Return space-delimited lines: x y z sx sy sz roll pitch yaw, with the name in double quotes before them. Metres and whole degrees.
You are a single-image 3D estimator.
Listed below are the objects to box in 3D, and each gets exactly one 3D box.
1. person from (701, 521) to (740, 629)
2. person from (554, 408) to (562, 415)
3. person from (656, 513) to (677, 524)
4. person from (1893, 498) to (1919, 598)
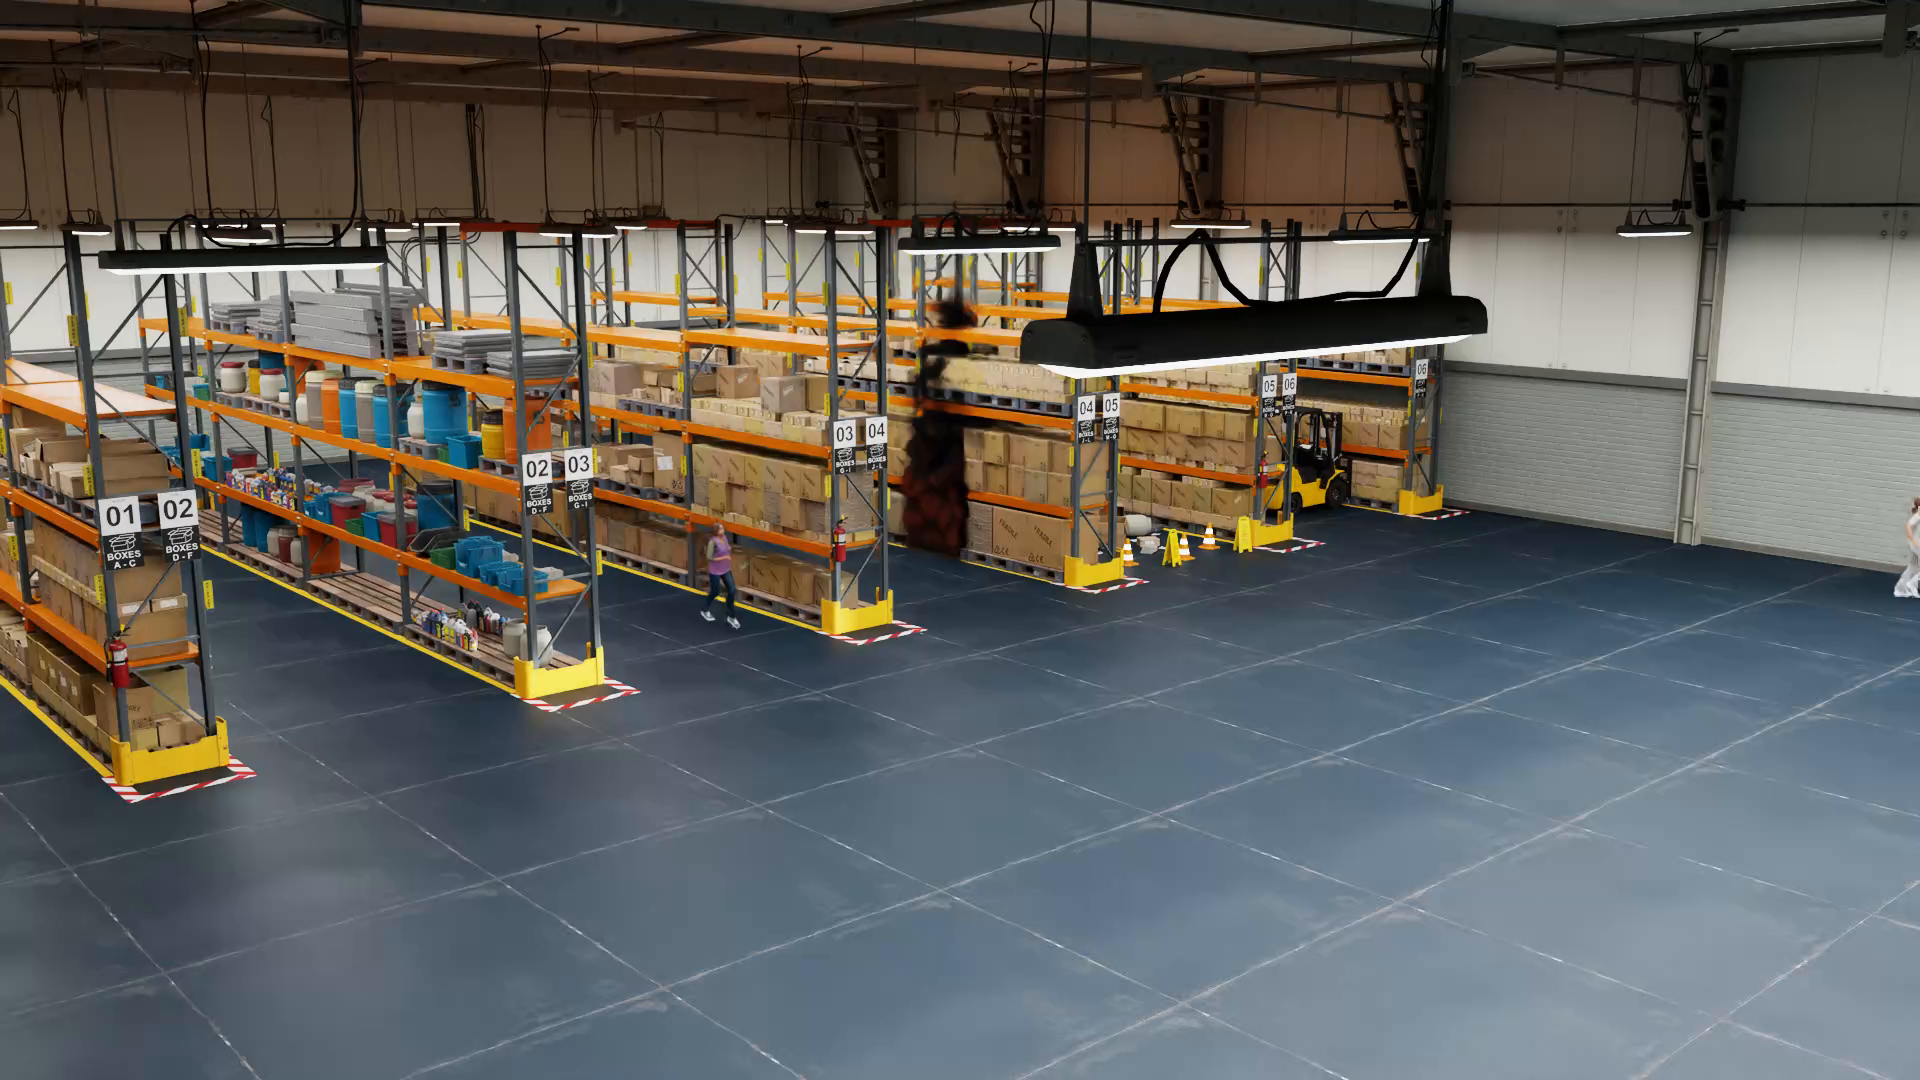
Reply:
"person" -3.674 0.519 25.246 0.751 1.645 0.522 9 15 38
"person" -9.620 -2.368 39.540 0.610 1.596 0.526 3 12 12
"person" -5.715 -0.943 32.646 0.589 1.561 0.537 8 14 36
"person" 15.595 0.124 27.002 0.613 1.639 0.552 5 12 22
